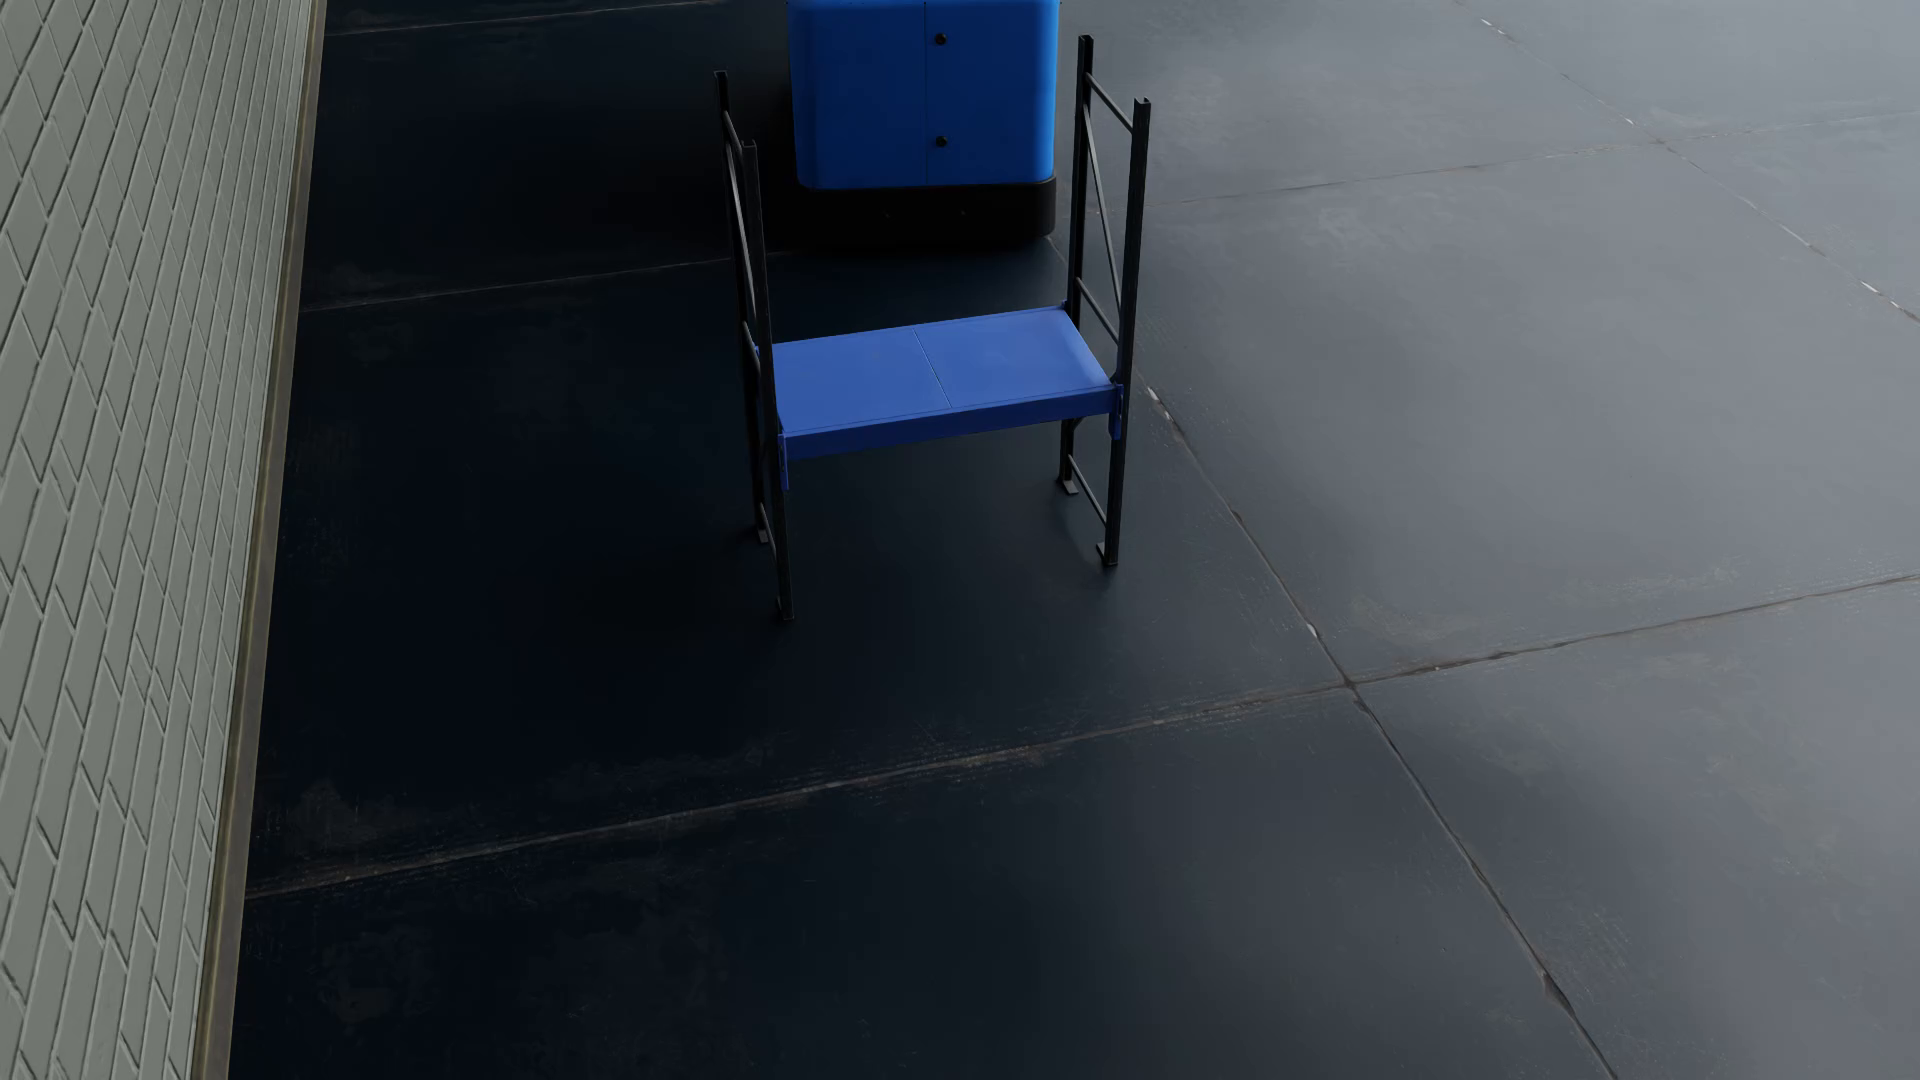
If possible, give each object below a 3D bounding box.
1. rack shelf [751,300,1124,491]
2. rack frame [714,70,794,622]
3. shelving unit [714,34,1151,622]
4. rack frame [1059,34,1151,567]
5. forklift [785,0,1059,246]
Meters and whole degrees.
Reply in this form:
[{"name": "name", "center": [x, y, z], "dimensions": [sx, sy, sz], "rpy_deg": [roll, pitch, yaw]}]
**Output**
[{"name": "rack shelf", "center": [-0.082, -0.439, 4.886], "dimensions": [1.000, 0.185, 0.538], "rpy_deg": [-9, 38, -12]}, {"name": "rack frame", "center": [-0.573, -0.502, 4.671], "dimensions": [0.032, 1.500, 0.500], "rpy_deg": [-9, 38, -12]}, {"name": "shelving unit", "center": [-0.082, -0.582, 4.777], "dimensions": [1.048, 1.500, 0.538], "rpy_deg": [-9, 38, -12]}, {"name": "rack frame", "center": [0.408, -0.663, 4.882], "dimensions": [0.032, 1.500, 0.500], "rpy_deg": [-9, 38, -12]}, {"name": "forklift", "center": [-0.245, -3.223, 7.051], "dimensions": [1.130, 2.935, 3.031], "rpy_deg": [-3, 37, -4]}]
